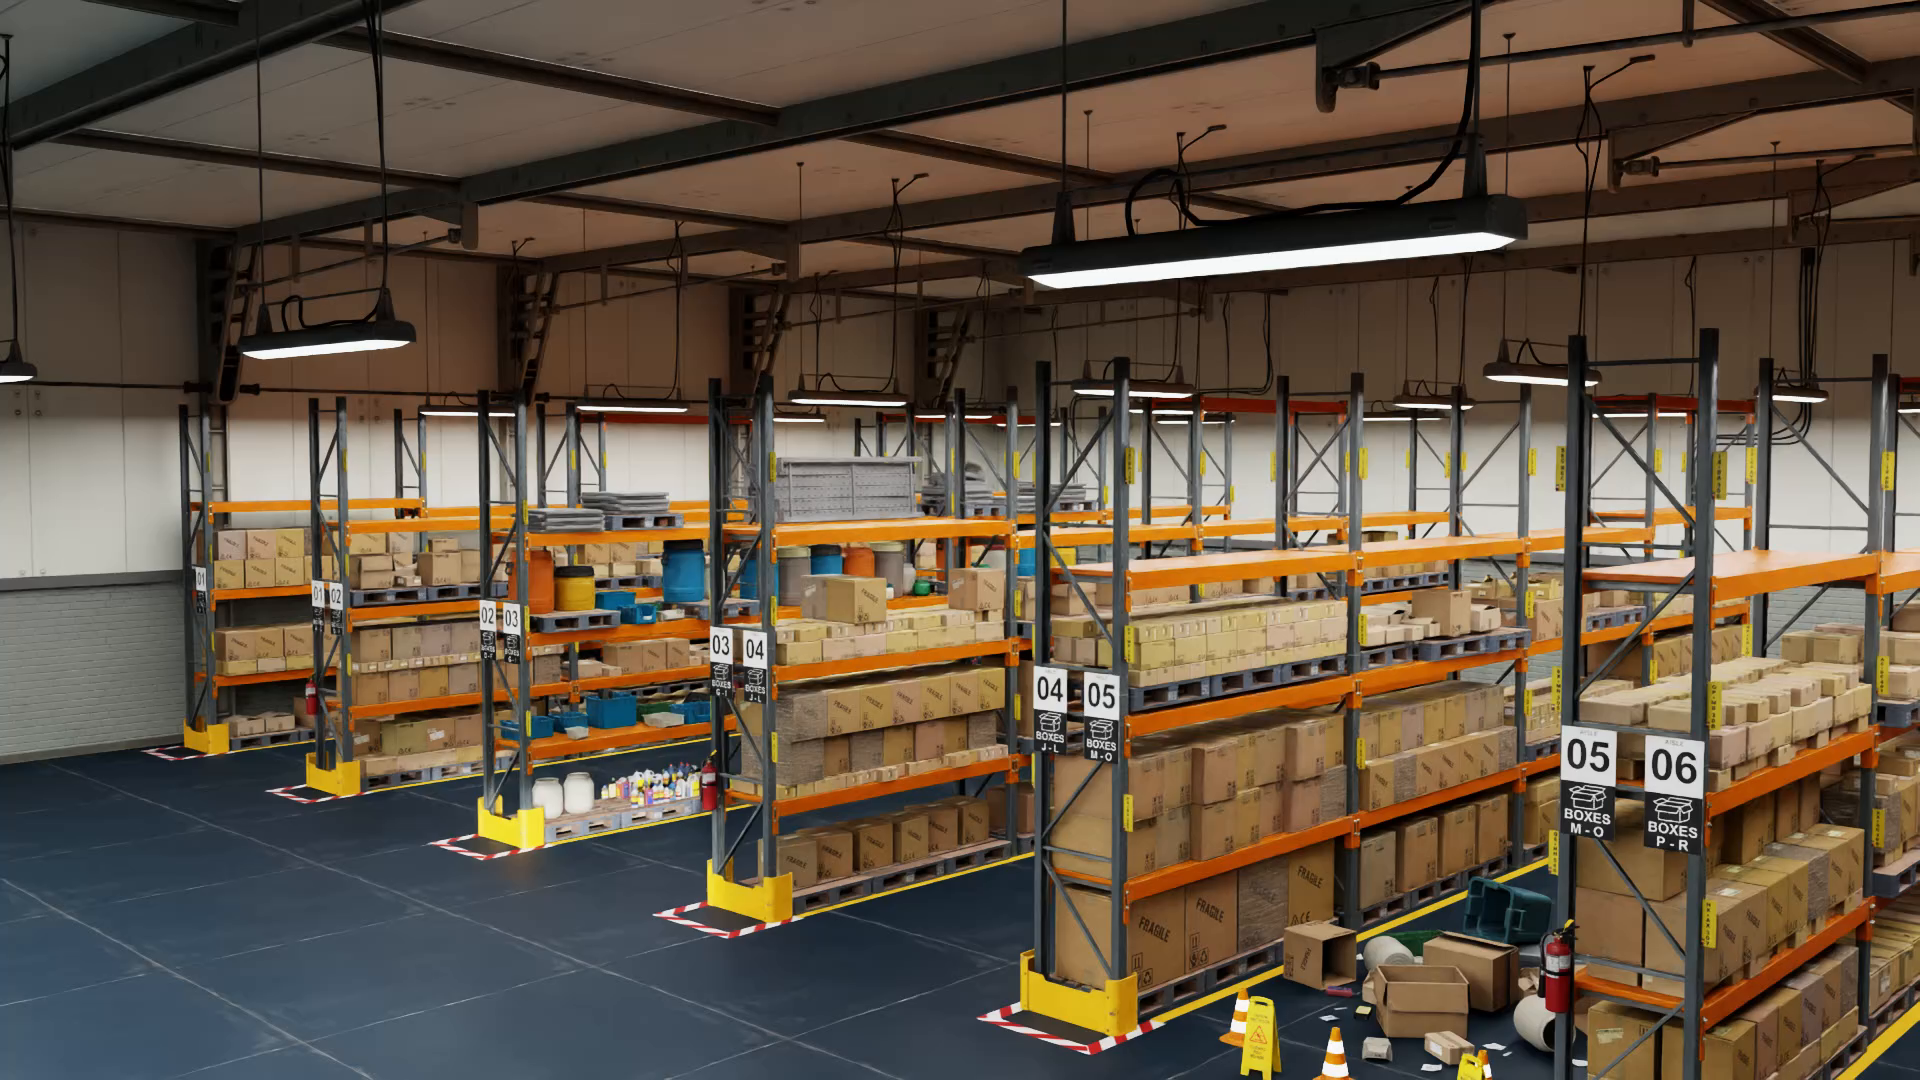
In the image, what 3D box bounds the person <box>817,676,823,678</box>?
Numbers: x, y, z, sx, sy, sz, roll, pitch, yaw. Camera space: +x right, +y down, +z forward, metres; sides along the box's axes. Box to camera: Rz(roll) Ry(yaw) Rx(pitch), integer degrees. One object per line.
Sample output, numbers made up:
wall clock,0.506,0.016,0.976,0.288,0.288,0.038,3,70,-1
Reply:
person,-2.429,2.740,30.184,0.802,1.637,0.638,-2,4,-32
